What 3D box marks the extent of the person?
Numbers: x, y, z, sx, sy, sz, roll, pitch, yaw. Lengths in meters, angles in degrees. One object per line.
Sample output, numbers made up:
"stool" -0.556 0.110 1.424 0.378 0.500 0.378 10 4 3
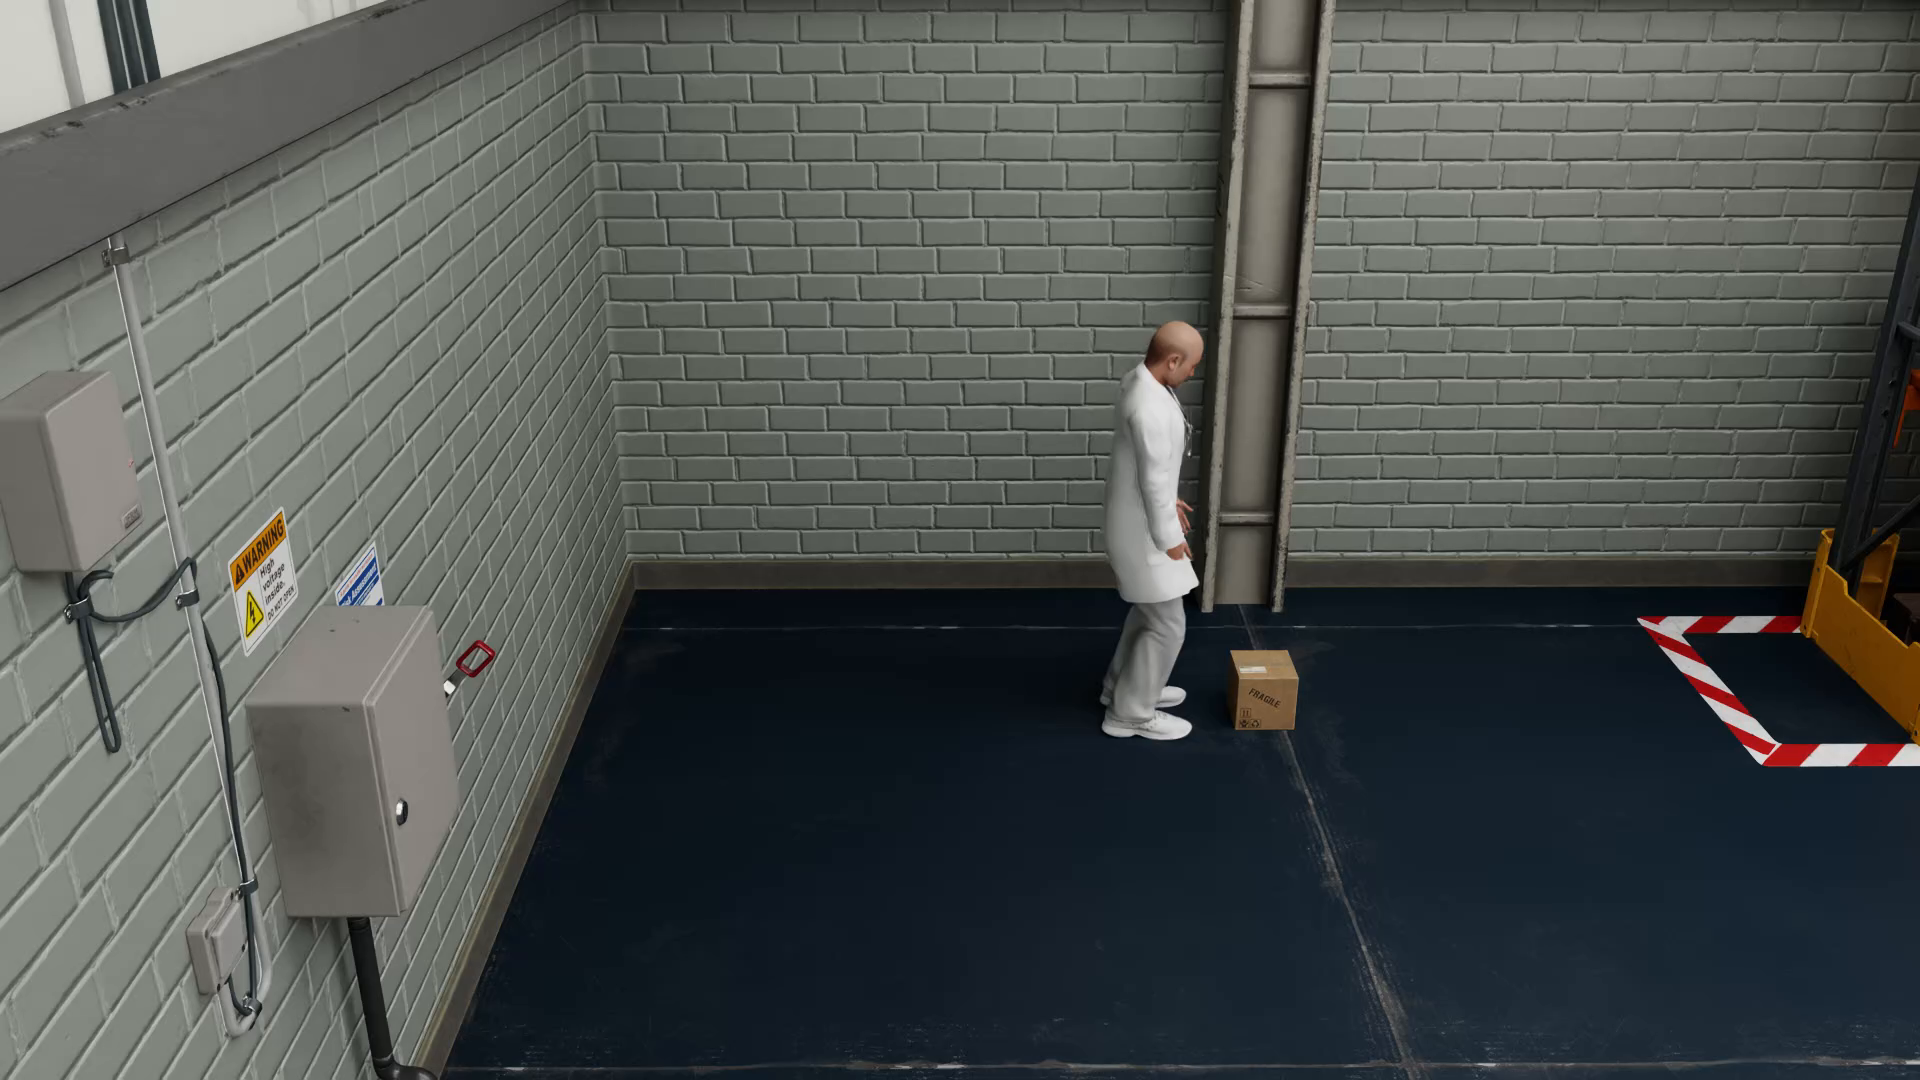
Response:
"person" 0.779 -0.046 6.779 0.401 1.745 0.583 0 24 1
